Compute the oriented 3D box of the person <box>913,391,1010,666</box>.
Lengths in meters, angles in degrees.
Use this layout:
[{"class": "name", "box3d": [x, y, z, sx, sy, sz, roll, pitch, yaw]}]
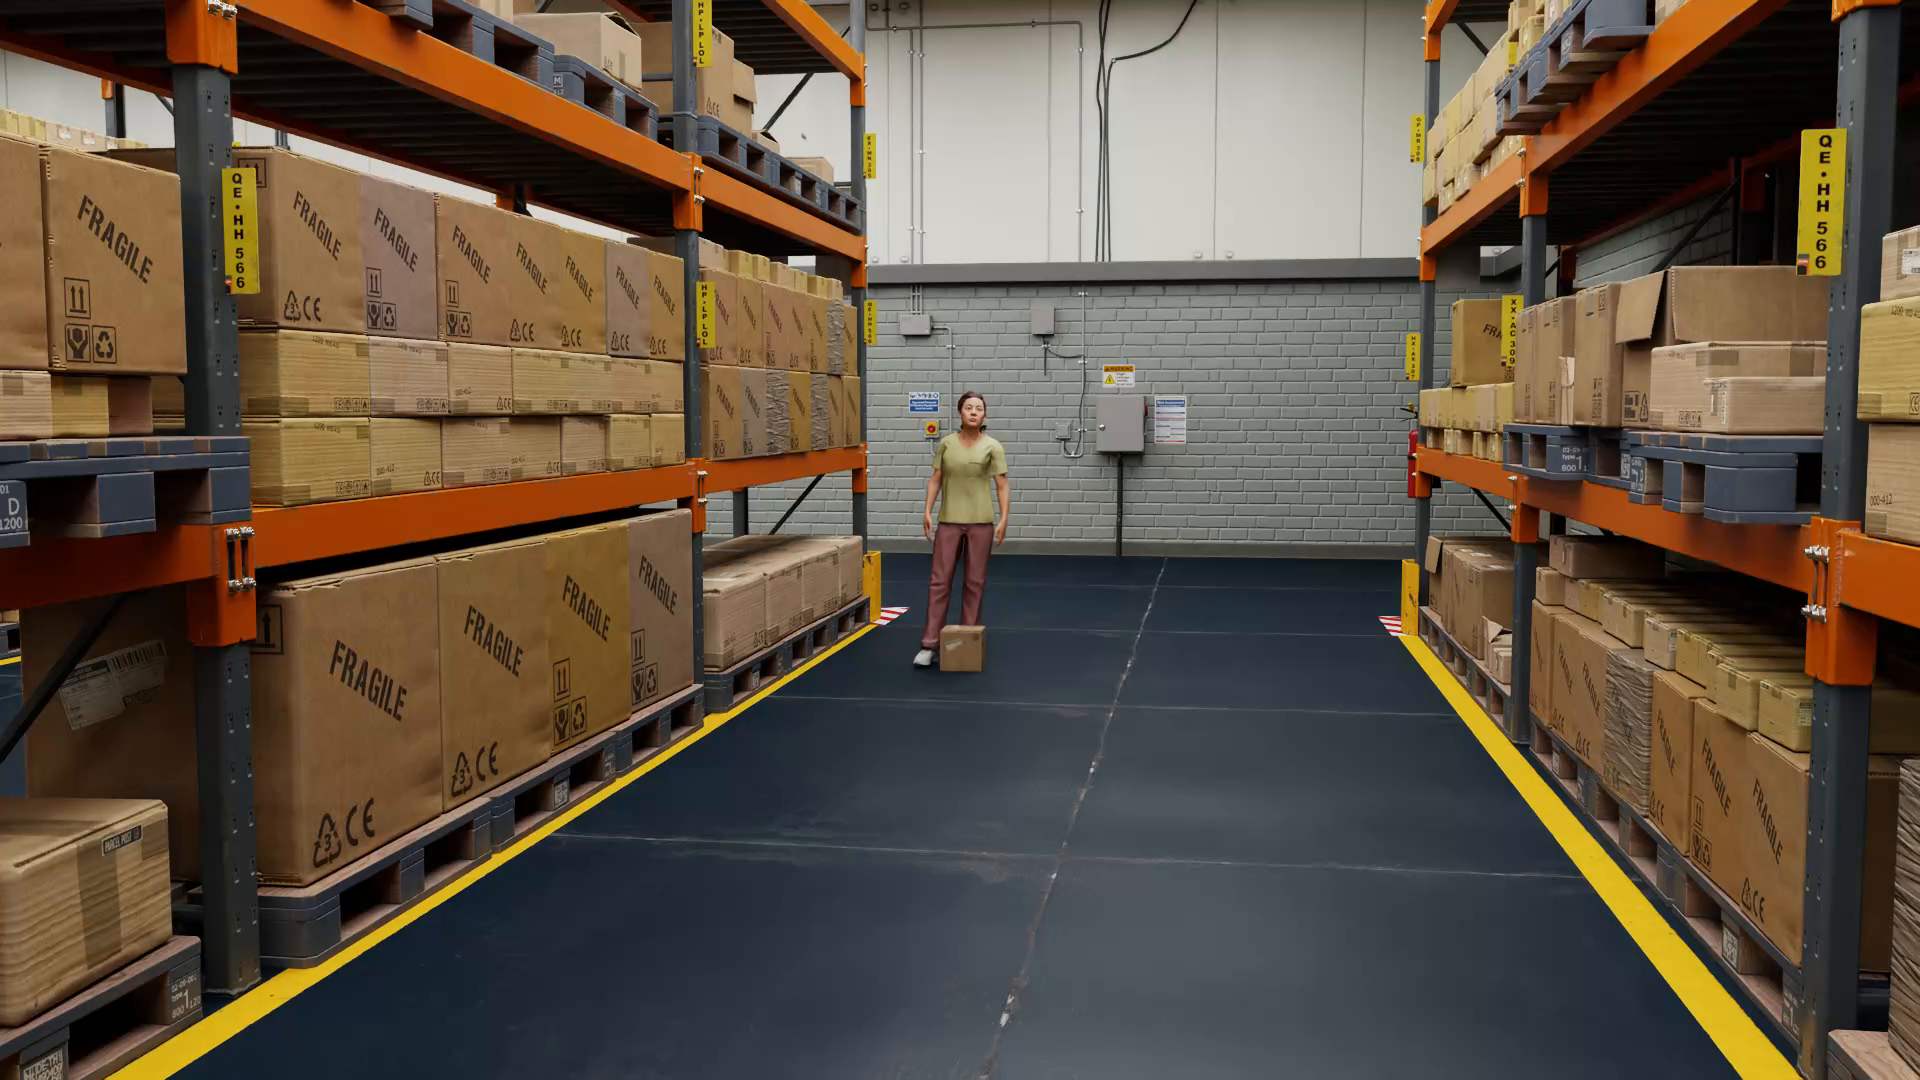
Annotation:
[{"class": "person", "box3d": [0.019, -0.078, 10.233, 0.552, 1.674, 0.549, 1, 5, 9]}]
